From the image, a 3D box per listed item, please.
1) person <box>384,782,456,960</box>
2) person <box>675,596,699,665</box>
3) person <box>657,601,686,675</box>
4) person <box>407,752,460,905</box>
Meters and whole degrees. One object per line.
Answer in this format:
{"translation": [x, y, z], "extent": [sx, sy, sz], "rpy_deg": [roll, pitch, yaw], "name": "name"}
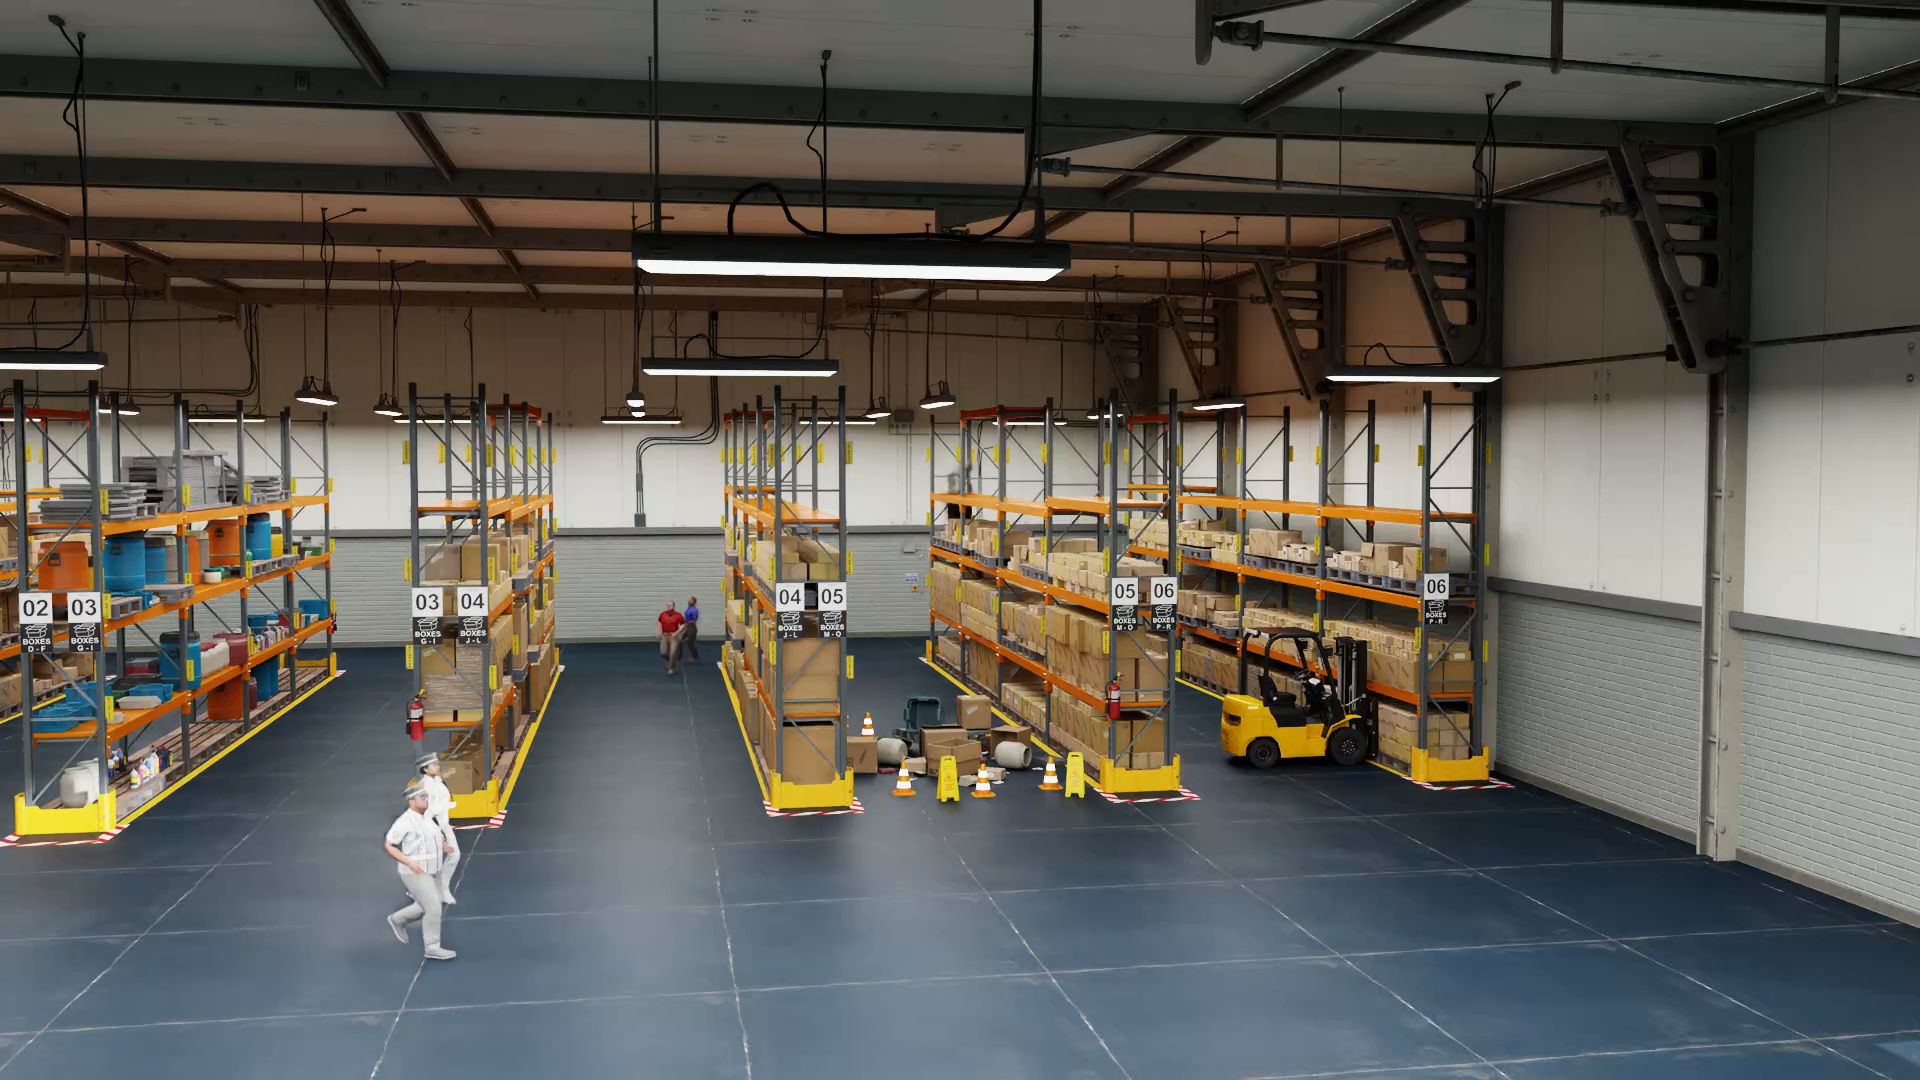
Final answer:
{"translation": [-5.402, 3.284, 16.573], "extent": [0.809, 1.747, 0.635], "rpy_deg": [1, 3, 14], "name": "person"}
{"translation": [-6.470, 2.166, 39.821], "extent": [0.574, 1.644, 0.717], "rpy_deg": [3, 4, 43], "name": "person"}
{"translation": [-6.632, 2.240, 38.173], "extent": [0.684, 1.689, 0.566], "rpy_deg": [0, 3, 6], "name": "person"}
{"translation": [-5.852, 3.219, 18.523], "extent": [0.684, 1.734, 0.592], "rpy_deg": [1, 3, 19], "name": "person"}
